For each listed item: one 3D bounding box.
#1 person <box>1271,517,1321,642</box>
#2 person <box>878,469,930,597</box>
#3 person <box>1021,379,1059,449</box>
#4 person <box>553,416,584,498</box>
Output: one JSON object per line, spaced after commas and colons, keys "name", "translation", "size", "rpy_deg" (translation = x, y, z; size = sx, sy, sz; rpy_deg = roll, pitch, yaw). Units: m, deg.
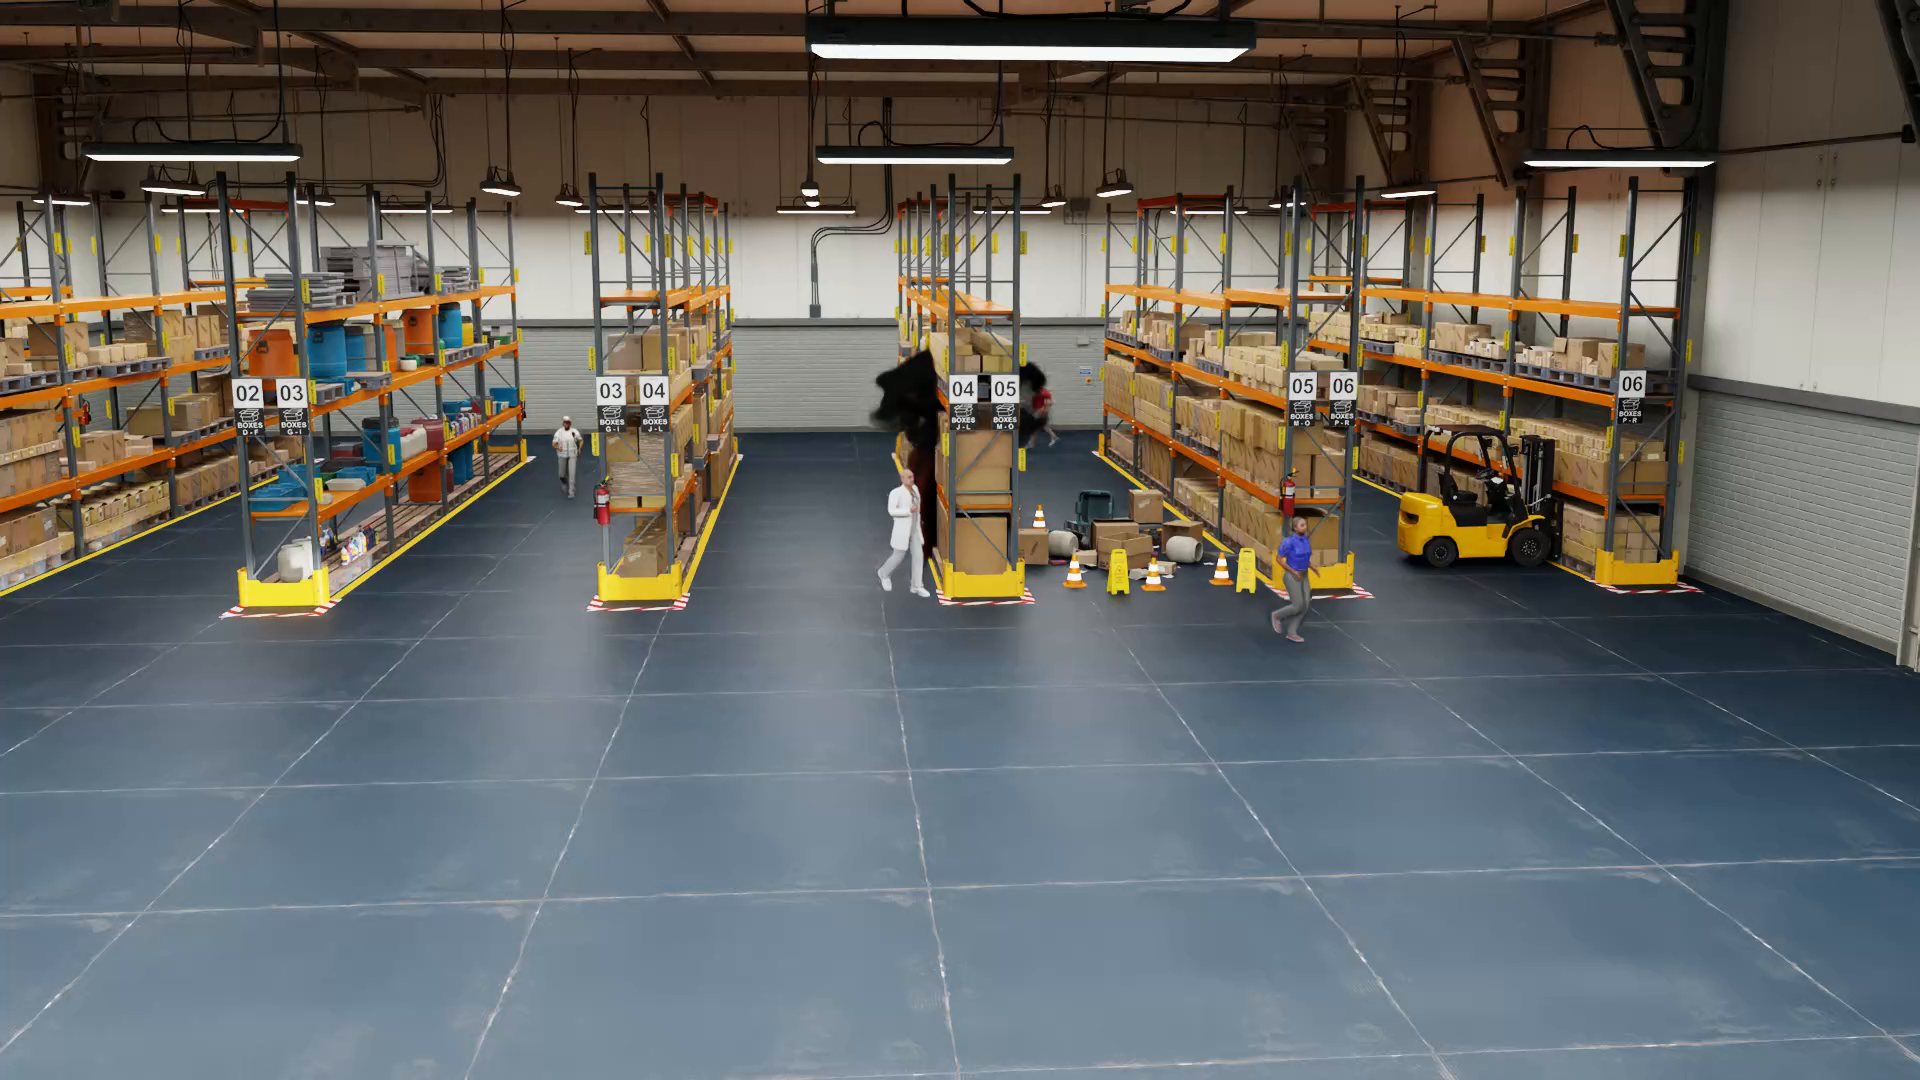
{"name": "person", "translation": [4.300, 0.496, 21.285], "size": [0.556, 1.613, 0.558], "rpy_deg": [-8, 13, -39]}
{"name": "person", "translation": [-0.779, -0.121, 23.488], "size": [0.711, 1.778, 0.990], "rpy_deg": [-9, 13, -42]}
{"name": "person", "translation": [1.997, -3.138, 41.373], "size": [0.974, 1.722, 0.667], "rpy_deg": [-1, 10, -3]}
{"name": "person", "translation": [-7.897, -1.685, 33.562], "size": [0.617, 1.627, 0.750], "rpy_deg": [-2, 10, -11]}
